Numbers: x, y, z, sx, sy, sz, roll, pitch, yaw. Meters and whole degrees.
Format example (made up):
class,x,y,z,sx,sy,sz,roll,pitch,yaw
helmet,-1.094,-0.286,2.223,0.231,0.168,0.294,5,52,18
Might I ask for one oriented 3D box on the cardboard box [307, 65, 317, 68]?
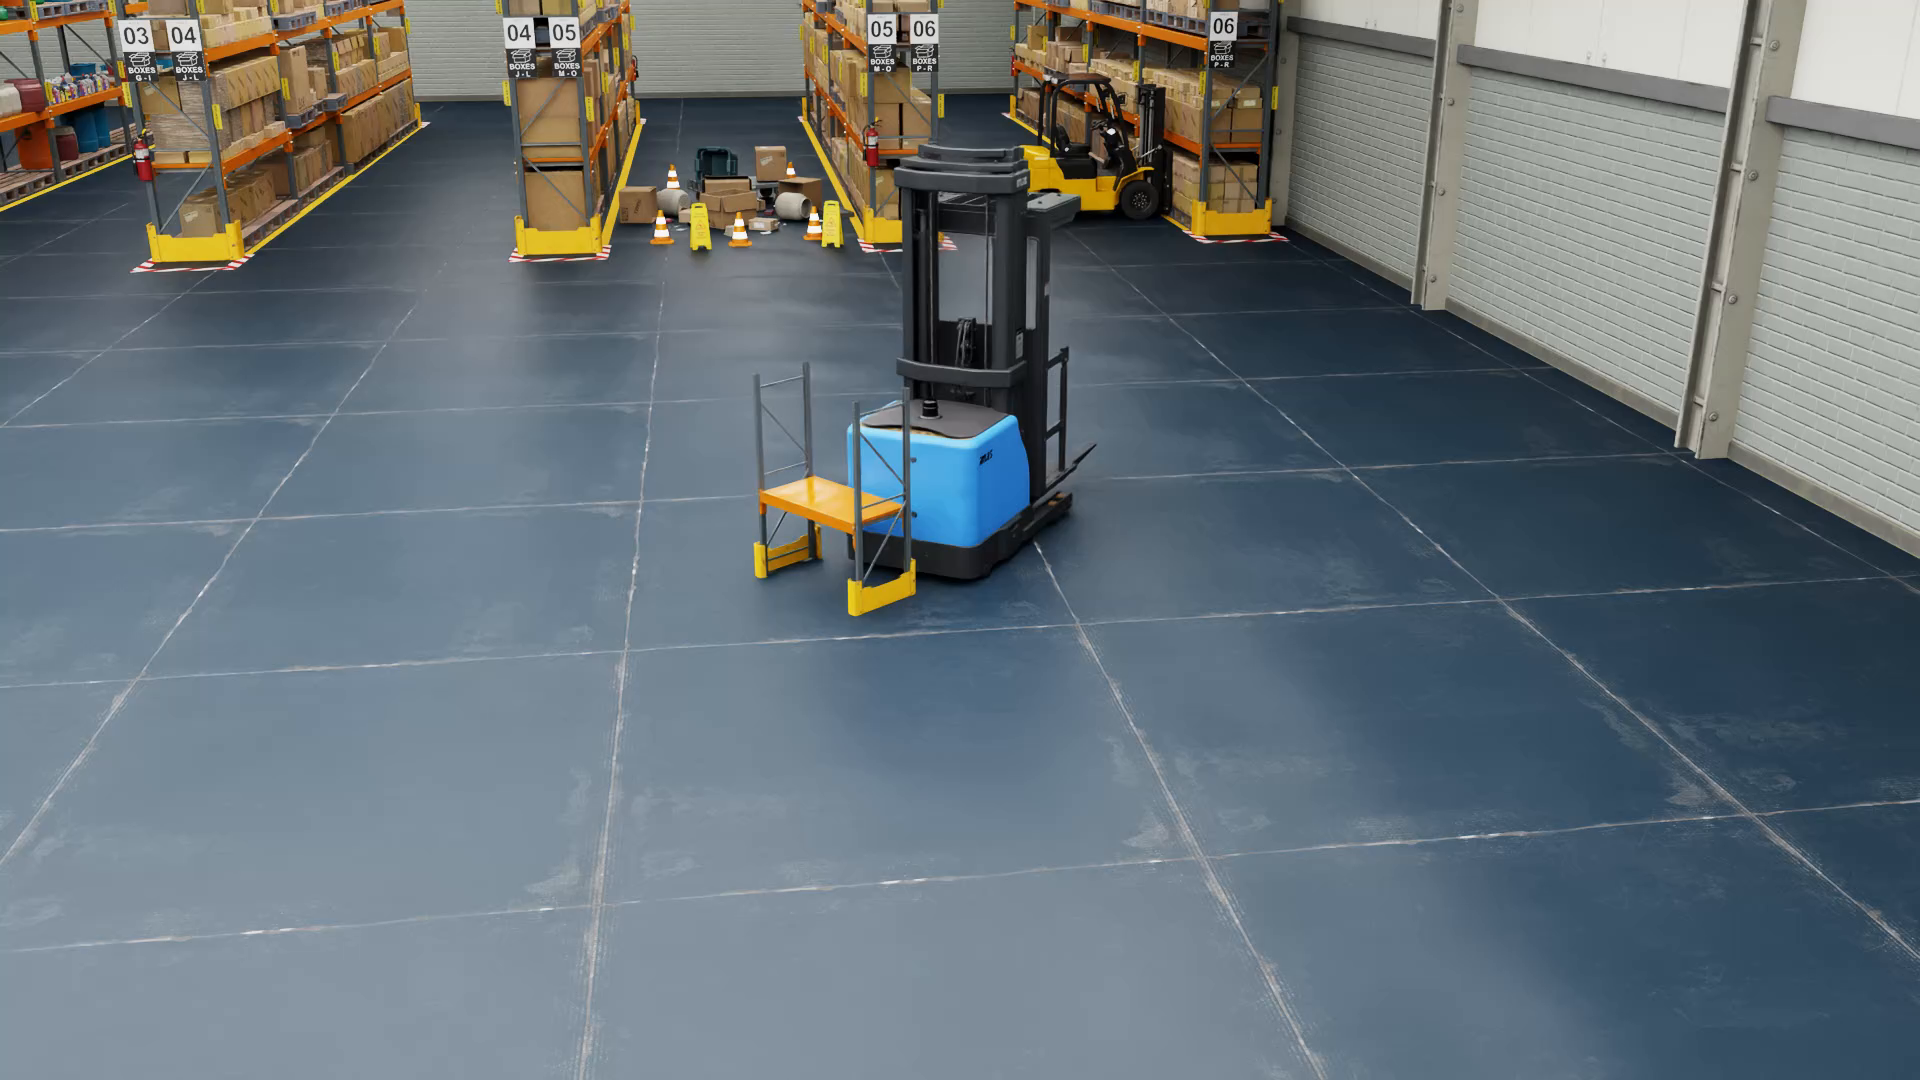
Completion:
class,x,y,z,sx,sy,sz,roll,pitch,yaw
cardboard box,-11.660,-8.140,29.479,0.500,0.500,0.500,-6,21,-14

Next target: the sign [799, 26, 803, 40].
class,x,y,z,sx,sy,sz,roll,pitch,yaw
sign,-3.675,-11.767,38.585,0.100,0.325,0.005,-3,21,-8

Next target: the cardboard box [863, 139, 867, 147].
class,x,y,z,sx,sy,sz,roll,pitch,yaw
cardboard box,-1.230,-5.894,24.569,0.380,0.149,0.250,-3,21,-8

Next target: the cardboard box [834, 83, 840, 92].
class,x,y,z,sx,sy,sz,roll,pitch,yaw
cardboard box,-2.088,-8.245,30.263,0.380,0.149,0.250,-3,21,-7

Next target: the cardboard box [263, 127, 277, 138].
class,x,y,z,sx,sy,sz,roll,pitch,yaw
cardboard box,-10.730,-6.261,25.552,0.380,0.149,0.250,-3,21,-8

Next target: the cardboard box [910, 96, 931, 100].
class,x,y,z,sx,sy,sz,roll,pitch,yaw
cardboard box,-0.690,-6.354,24.874,0.500,0.500,0.500,-2,21,-6

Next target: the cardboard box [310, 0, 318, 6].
class,x,y,z,sx,sy,sz,roll,pitch,yaw
cardboard box,-11.377,-9.438,28.553,0.500,0.500,0.500,-3,21,-8

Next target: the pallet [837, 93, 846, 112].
class,x,y,z,sx,sy,sz,roll,pitch,yaw
pallet,-1.645,-7.808,29.608,1.003,0.211,1.213,-3,21,-8

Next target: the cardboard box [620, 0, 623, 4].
class,x,y,z,sx,sy,sz,roll,pitch,yaw
cardboard box,-7.237,-11.190,34.316,0.500,0.250,0.500,-2,21,-5

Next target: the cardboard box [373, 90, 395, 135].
class,x,y,z,sx,sy,sz,roll,pitch,yaw
cardboard box,-12.370,-8.900,34.694,0.875,0.875,0.875,-3,21,-8

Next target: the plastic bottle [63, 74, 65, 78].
class,x,y,z,sx,sy,sz,roll,pitch,yaw
plastic bottle,-17.625,-9.013,32.727,0.061,0.283,0.133,-3,21,-8

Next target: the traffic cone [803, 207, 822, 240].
class,x,y,z,sx,sy,sz,roll,pitch,yaw
traffic cone,-2.157,-4.706,24.656,0.336,0.463,0.334,-3,21,-8

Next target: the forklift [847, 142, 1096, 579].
class,x,y,z,sx,sy,sz,roll,pitch,yaw
forklift,0.247,-1.574,12.741,1.130,2.935,3.031,9,22,23

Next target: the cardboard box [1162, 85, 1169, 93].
class,x,y,z,sx,sy,sz,roll,pitch,yaw
cardboard box,3.458,-7.230,26.717,0.380,0.149,0.250,-4,21,-9

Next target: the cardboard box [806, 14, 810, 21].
class,x,y,z,sx,sy,sz,roll,pitch,yaw
cardboard box,-3.259,-11.760,37.416,0.380,0.149,0.250,-4,21,-10

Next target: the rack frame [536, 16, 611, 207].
class,x,y,z,sx,sy,sz,roll,pitch,yaw
rack frame,-6.278,-6.911,26.933,1.000,3.000,0.127,-3,21,-8

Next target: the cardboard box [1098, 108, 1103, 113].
class,x,y,z,sx,sy,sz,roll,pitch,yaw
cardboard box,3.013,-8.721,33.823,0.380,0.149,0.250,-3,21,-9

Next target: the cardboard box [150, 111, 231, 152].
class,x,y,z,sx,sy,sz,roll,pitch,yaw
cardboard box,-10.677,-5.689,23.093,0.875,0.500,0.500,-3,21,-8

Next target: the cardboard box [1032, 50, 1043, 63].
class,x,y,z,sx,sy,sz,roll,pitch,yaw
cardboard box,1.903,-10.797,37.125,0.500,0.250,0.500,-3,21,-8

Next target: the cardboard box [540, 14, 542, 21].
class,x,y,z,sx,sy,sz,roll,pitch,yaw
cardboard box,-6.268,-7.595,24.094,0.380,0.149,0.250,-3,21,-7

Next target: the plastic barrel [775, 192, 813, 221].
class,x,y,z,sx,sy,sz,roll,pitch,yaw
plastic barrel,-2.614,-5.243,26.149,0.512,0.421,0.421,12,24,30

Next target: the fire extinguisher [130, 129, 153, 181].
class,x,y,z,sx,sy,sz,roll,pitch,yaw
fire extinguisher,-11.064,-5.212,22.495,0.296,0.674,0.183,-3,21,-8

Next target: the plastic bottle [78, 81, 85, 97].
class,x,y,z,sx,sy,sz,roll,pitch,yaw
plastic bottle,-16.622,-8.536,31.449,0.061,0.283,0.133,-3,21,-8

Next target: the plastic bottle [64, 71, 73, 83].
class,x,y,z,sx,sy,sz,roll,pitch,yaw
plastic bottle,-17.520,-9.041,32.706,0.144,0.351,0.185,-3,21,-8

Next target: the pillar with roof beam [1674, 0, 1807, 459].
class,x,y,z,sx,sy,sz,roll,pitch,yaw
pillar with roof beam,2.354,-4.788,12.673,9.100,9.000,0.400,-3,21,-8

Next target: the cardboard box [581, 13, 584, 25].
class,x,y,z,sx,sy,sz,roll,pitch,yaw
cardboard box,-5.471,-7.281,23.251,0.380,0.149,0.250,-3,21,-7

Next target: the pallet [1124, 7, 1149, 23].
class,x,y,z,sx,sy,sz,roll,pitch,yaw
pallet,3.377,-9.068,28.694,0.805,0.209,1.217,-4,21,-10

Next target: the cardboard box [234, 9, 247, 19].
class,x,y,z,sx,sy,sz,roll,pitch,yaw
cardboard box,-10.769,-7.753,24.544,0.380,0.149,0.250,-2,21,-6

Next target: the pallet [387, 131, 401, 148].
class,x,y,z,sx,sy,sz,roll,pitch,yaw
pallet,-12.387,-8.427,34.977,1.003,0.211,1.213,-3,21,-8

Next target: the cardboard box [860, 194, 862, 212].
class,x,y,z,sx,sy,sz,roll,pitch,yaw
cardboard box,-1.268,-5.166,25.589,0.500,0.250,0.500,-3,21,-8

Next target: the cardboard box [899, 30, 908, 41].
class,x,y,z,sx,sy,sz,roll,pitch,yaw
cardboard box,-0.671,-7.316,24.089,0.380,0.149,0.250,-4,21,-9

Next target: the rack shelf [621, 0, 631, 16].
class,x,y,z,sx,sy,sz,roll,pitch,yaw
rack shelf,-7.720,-11.442,35.805,1.077,0.370,4.000,-3,21,-8

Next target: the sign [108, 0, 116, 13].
class,x,y,z,sx,sy,sz,roll,pitch,yaw
sign,-11.177,-7.110,21.913,0.100,0.325,0.005,-3,21,-8

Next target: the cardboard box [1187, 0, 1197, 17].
class,x,y,z,sx,sy,sz,roll,pitch,yaw
cardboard box,3.637,-8.008,25.031,0.396,0.266,0.258,-3,21,-8

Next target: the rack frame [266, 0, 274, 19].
class,x,y,z,sx,sy,sz,roll,pitch,yaw
rack frame,-11.201,-9.506,25.308,1.000,3.000,0.127,-3,21,-8

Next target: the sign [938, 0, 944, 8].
class,x,y,z,sx,sy,sz,roll,pitch,yaw
sign,-0.281,-7.653,23.383,0.100,0.325,0.005,-3,21,-8

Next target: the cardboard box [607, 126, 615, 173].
class,x,y,z,sx,sy,sz,roll,pitch,yaw
cardboard box,-6.727,-6.921,29.575,1.050,0.750,0.750,-3,21,-7

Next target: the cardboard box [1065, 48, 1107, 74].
class,x,y,z,sx,sy,sz,roll,pitch,yaw
cardboard box,2.522,-9.633,33.474,0.797,0.503,0.637,-3,21,-9

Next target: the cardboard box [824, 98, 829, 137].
class,x,y,z,sx,sy,sz,roll,pitch,yaw
cardboard box,-2.379,-8.957,34.846,0.875,0.875,0.875,-2,21,-6

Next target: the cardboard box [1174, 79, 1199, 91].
class,x,y,z,sx,sy,sz,roll,pitch,yaw
cardboard box,3.550,-7.103,25.951,0.380,0.149,0.250,-3,21,-7

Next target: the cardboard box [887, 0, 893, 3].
class,x,y,z,sx,sy,sz,roll,pitch,yaw
cardboard box,-1.158,-7.666,23.885,0.380,0.149,0.250,-3,21,-7

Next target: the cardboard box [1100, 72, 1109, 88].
class,x,y,z,sx,sy,sz,roll,pitch,yaw
cardboard box,2.891,-8.475,30.620,0.500,0.250,0.500,-3,21,-9

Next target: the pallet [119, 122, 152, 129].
class,x,y,z,sx,sy,sz,roll,pitch,yaw
pallet,-17.752,-9.007,36.531,1.003,0.211,1.213,-3,21,-8

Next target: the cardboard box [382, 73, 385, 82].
class,x,y,z,sx,sy,sz,roll,pitch,yaw
cardboard box,-12.106,-9.558,34.380,0.380,0.149,0.250,-4,21,-10

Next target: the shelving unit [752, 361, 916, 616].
class,x,y,z,sx,sy,sz,roll,pitch,yaw
shelving unit,-0.896,-0.385,11.602,1.083,1.500,0.587,19,27,41

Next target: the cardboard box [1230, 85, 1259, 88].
class,x,y,z,sx,sy,sz,roll,pitch,yaw
cardboard box,4.280,-6.775,25.073,0.380,0.149,0.250,-2,21,-6

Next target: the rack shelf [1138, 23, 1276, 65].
class,x,y,z,sx,sy,sz,roll,pitch,yaw
rack shelf,3.805,-7.823,26.116,1.077,0.370,4.000,-3,21,-8

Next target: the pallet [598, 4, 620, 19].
class,x,y,z,sx,sy,sz,roll,pitch,yaw
pallet,-6.710,-9.393,29.560,1.213,0.211,1.003,-2,21,-5

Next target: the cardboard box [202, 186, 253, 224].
class,x,y,z,sx,sy,sz,roll,pitch,yaw
cardboard box,-10.890,-4.977,24.727,0.500,0.500,0.500,-1,21,-3

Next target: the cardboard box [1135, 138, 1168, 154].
class,x,y,z,sx,sy,sz,roll,pitch,yaw
cardboard box,3.276,-6.641,28.111,0.500,0.250,0.500,-3,21,-9
